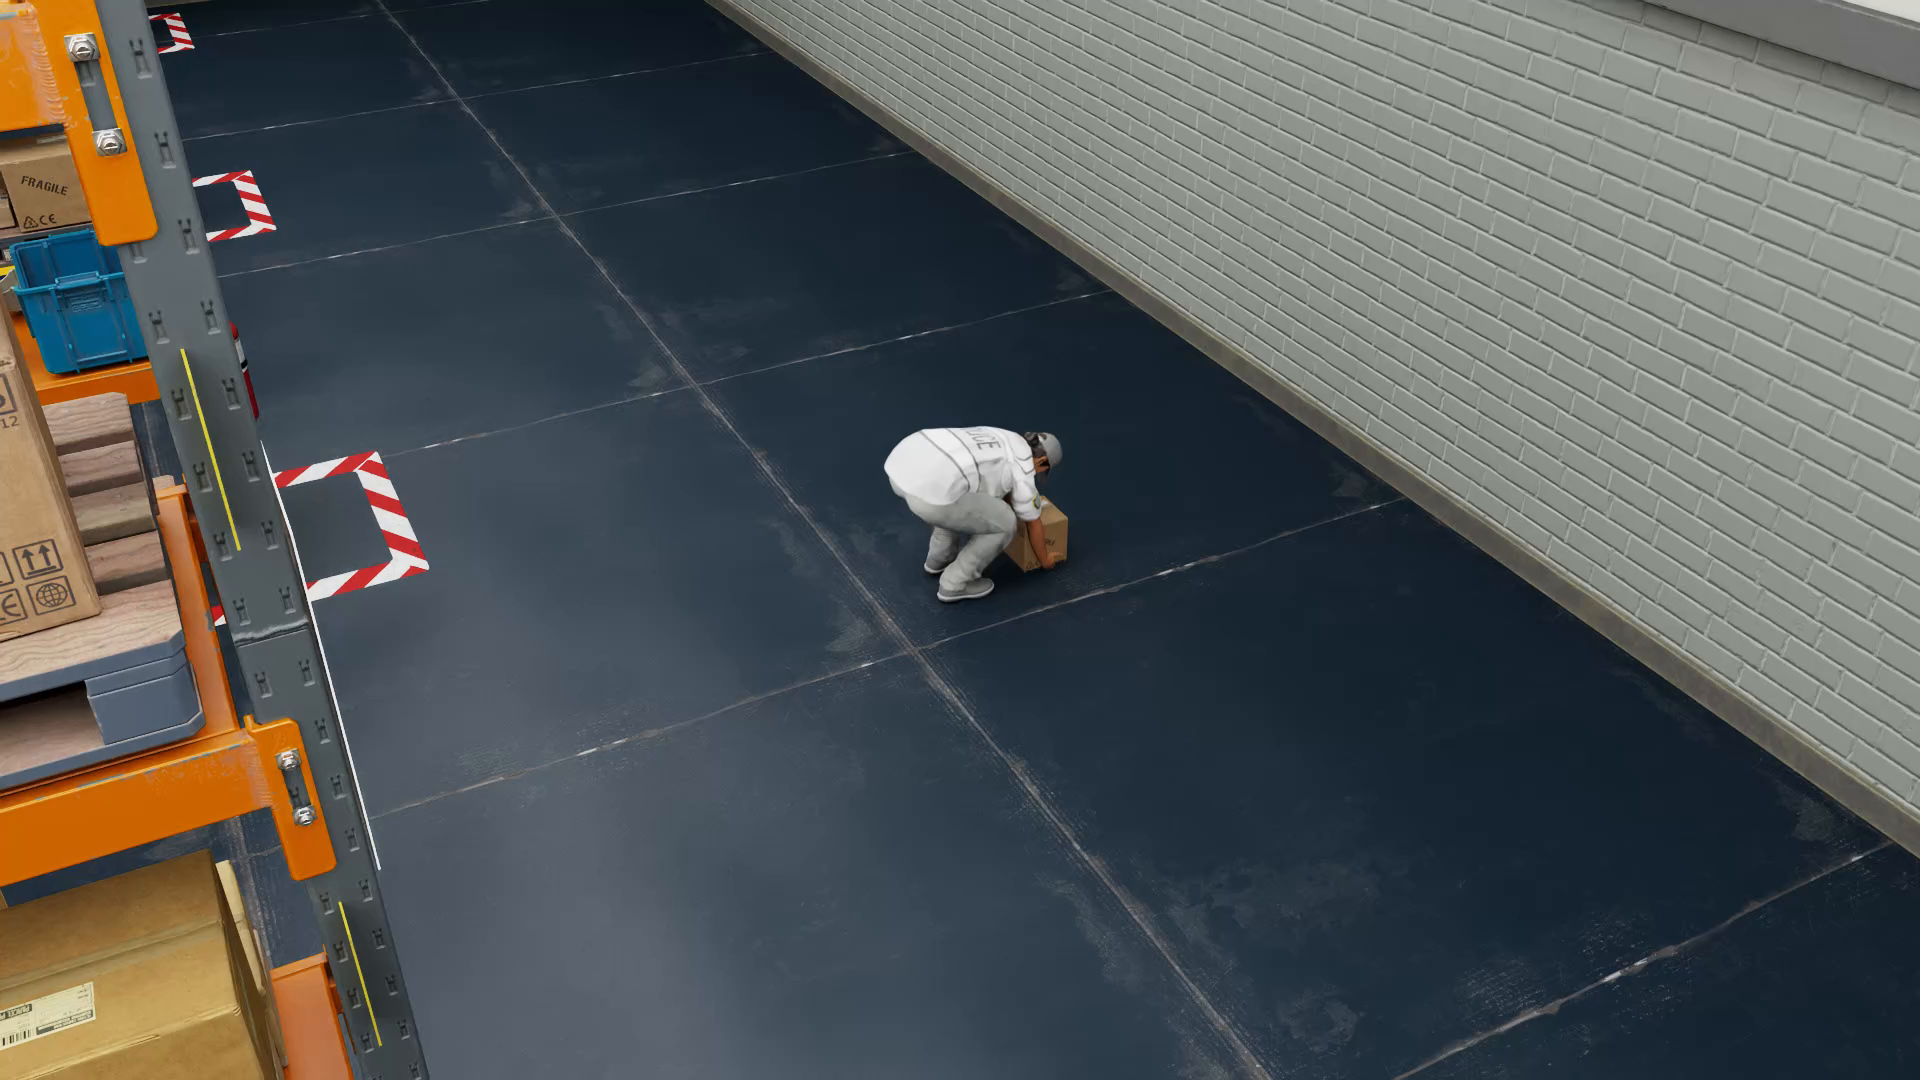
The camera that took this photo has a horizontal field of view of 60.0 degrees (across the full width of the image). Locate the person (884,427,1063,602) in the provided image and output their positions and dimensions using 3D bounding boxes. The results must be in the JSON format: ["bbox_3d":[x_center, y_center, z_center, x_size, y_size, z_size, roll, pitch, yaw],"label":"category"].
[{"bbox_3d":[0.097,-0.186,8.177,0.939,0.855,0.510,-18,37,-25],"label":"person"}]
